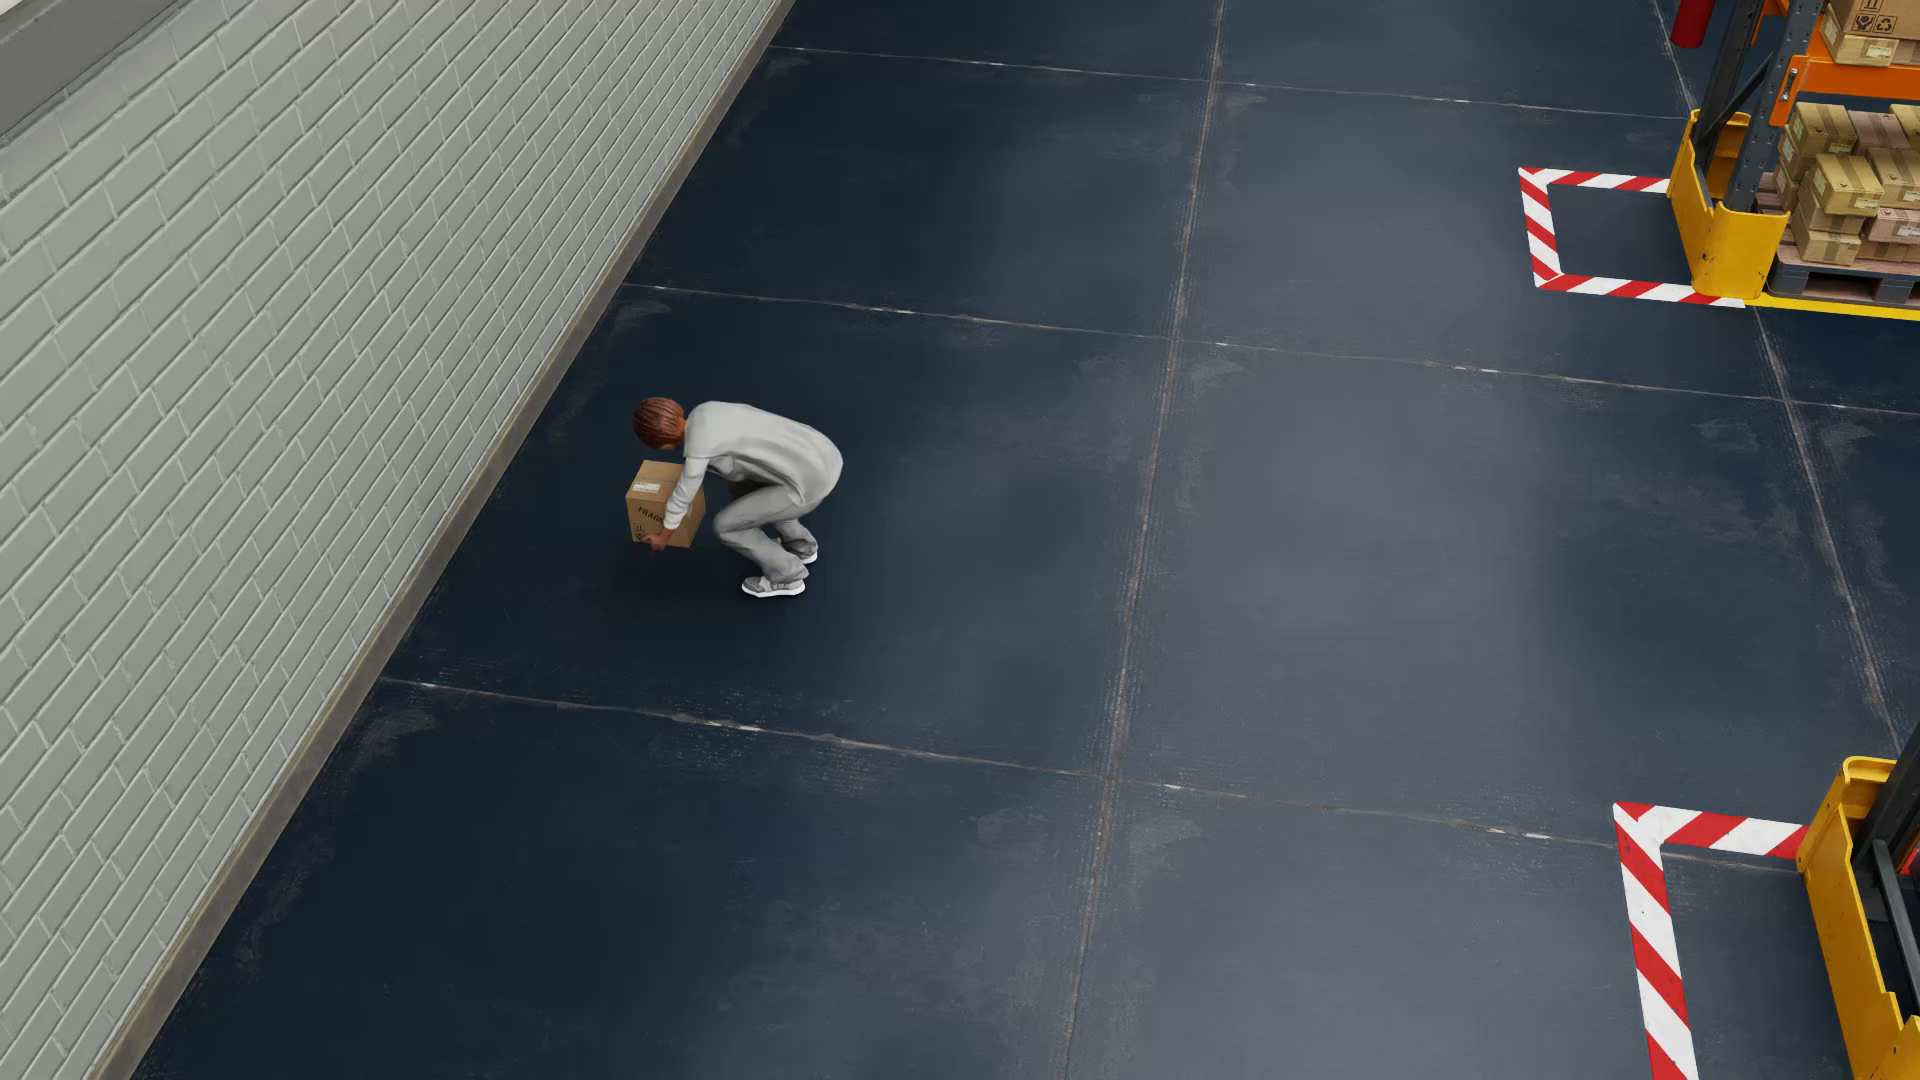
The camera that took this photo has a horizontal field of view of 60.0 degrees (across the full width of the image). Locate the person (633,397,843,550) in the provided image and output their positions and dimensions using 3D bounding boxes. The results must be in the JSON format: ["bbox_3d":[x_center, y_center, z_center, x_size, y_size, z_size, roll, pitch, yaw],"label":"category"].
[{"bbox_3d":[-0.910,-0.268,6.870,0.851,0.703,0.388,5,41,6],"label":"person"}]
